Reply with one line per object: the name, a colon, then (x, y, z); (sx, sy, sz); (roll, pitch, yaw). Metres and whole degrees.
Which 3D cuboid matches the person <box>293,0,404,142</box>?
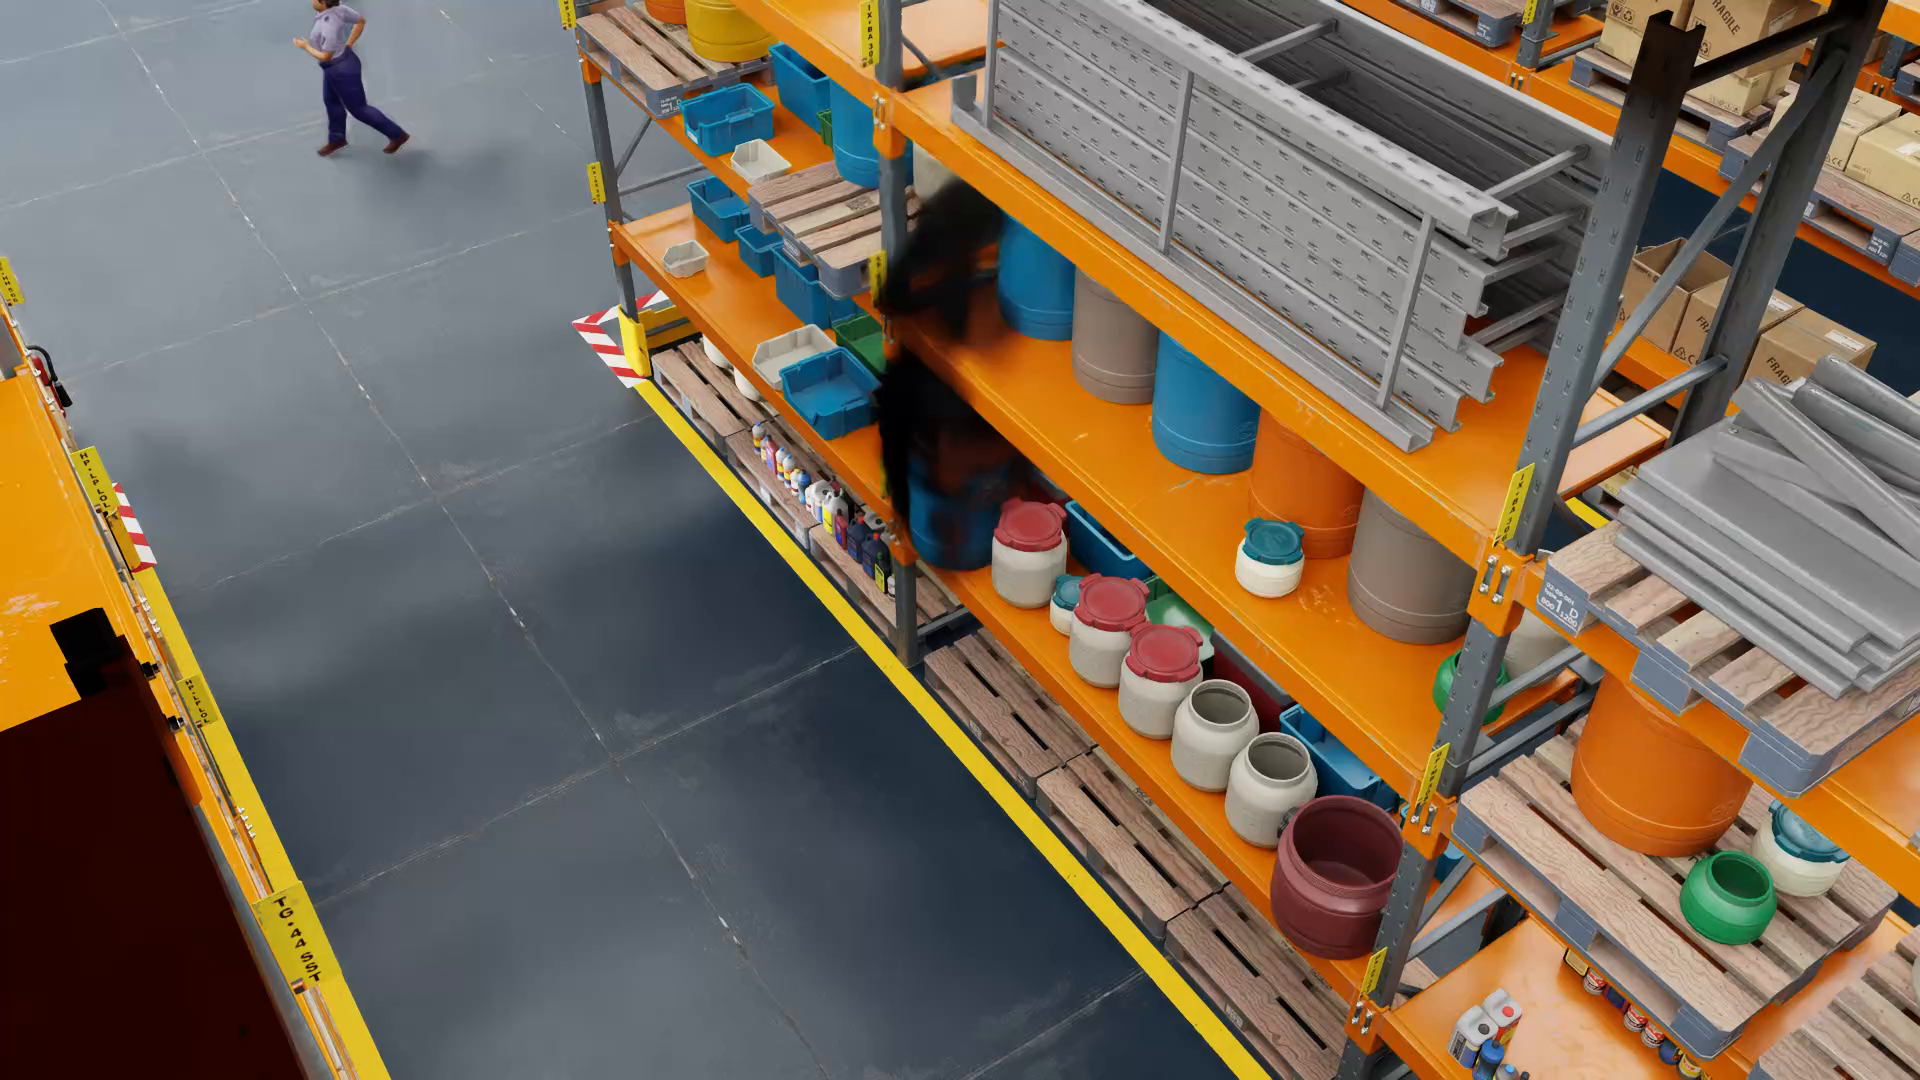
person: (-5.584, -4.299, 15.113); (0.768, 1.556, 0.594); (-7, 43, -8)
